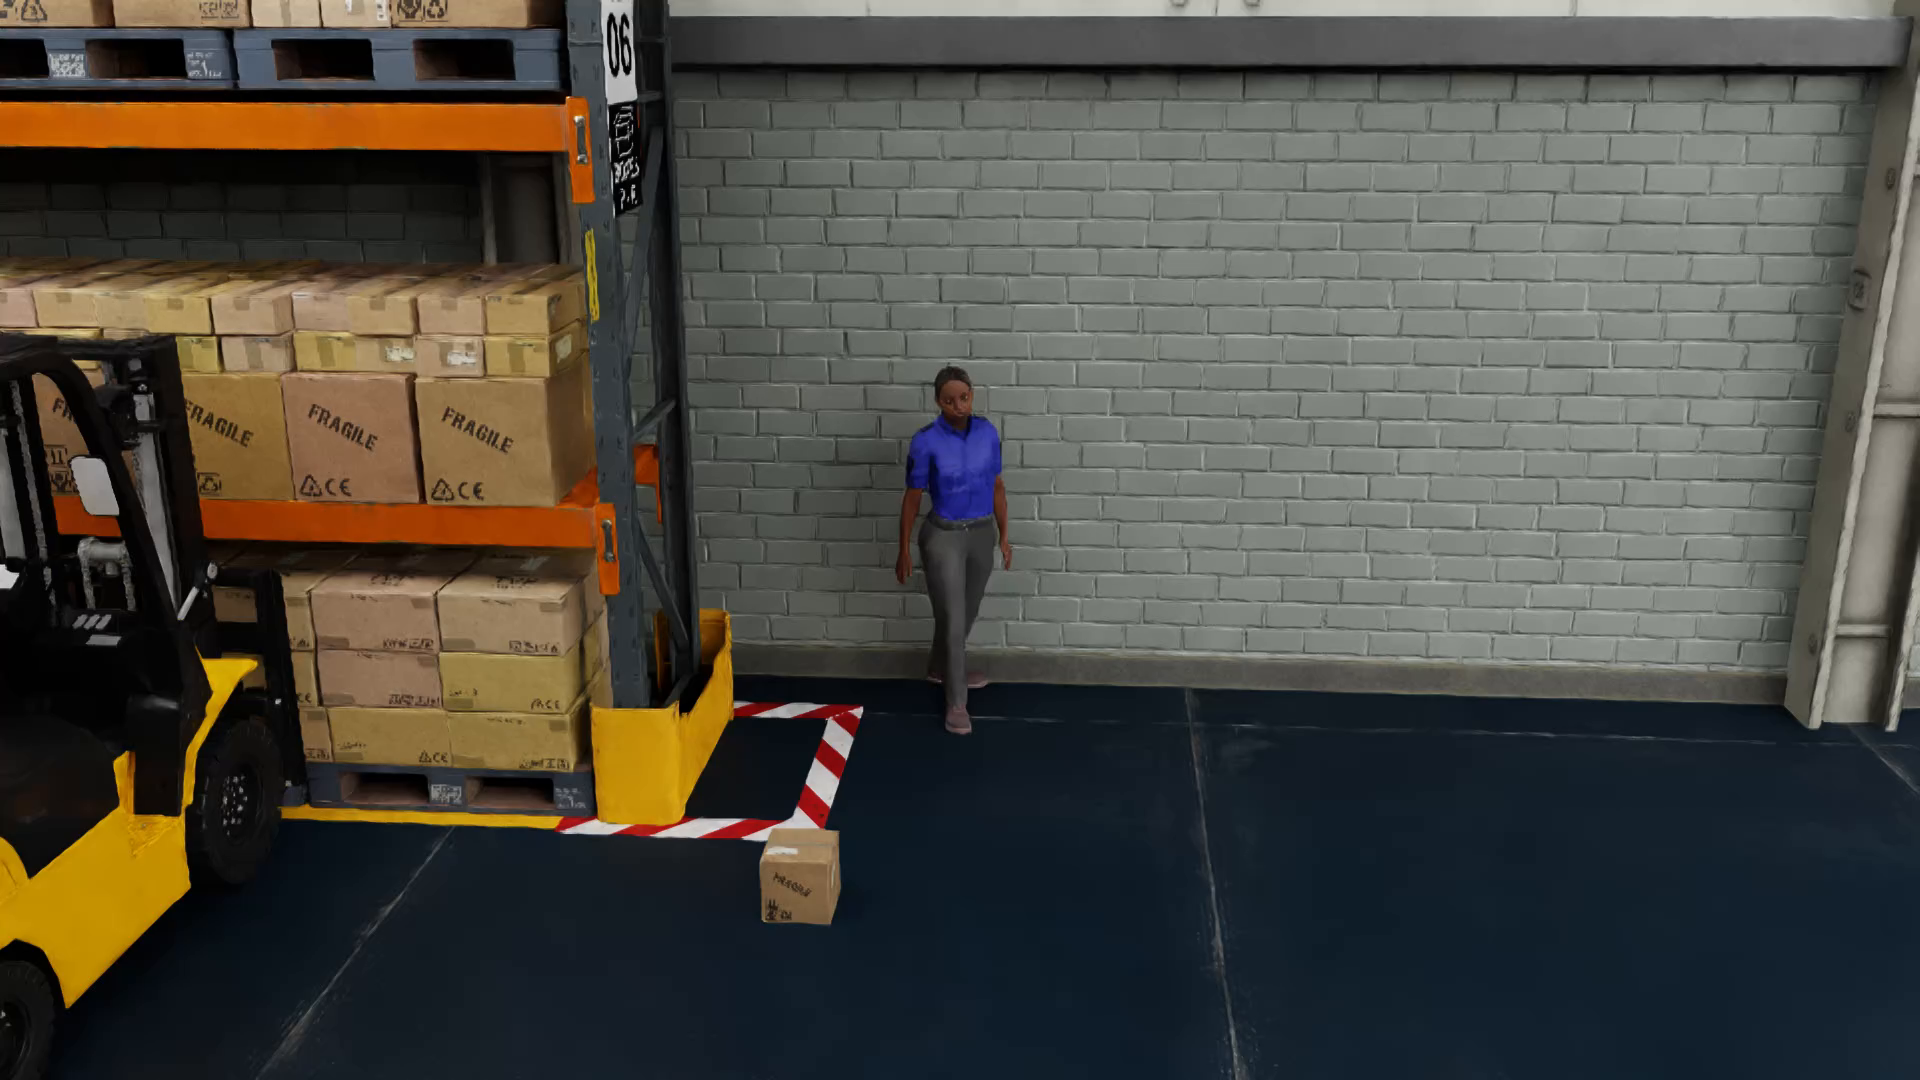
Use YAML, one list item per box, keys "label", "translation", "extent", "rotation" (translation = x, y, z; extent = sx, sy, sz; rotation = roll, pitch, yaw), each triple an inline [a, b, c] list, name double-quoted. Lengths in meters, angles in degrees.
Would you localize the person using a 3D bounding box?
- label: "person"
  translation: [-0.040, 0.006, 7.554]
  extent: [0.544, 1.647, 0.597]
  rotation: [-10, 20, -29]
